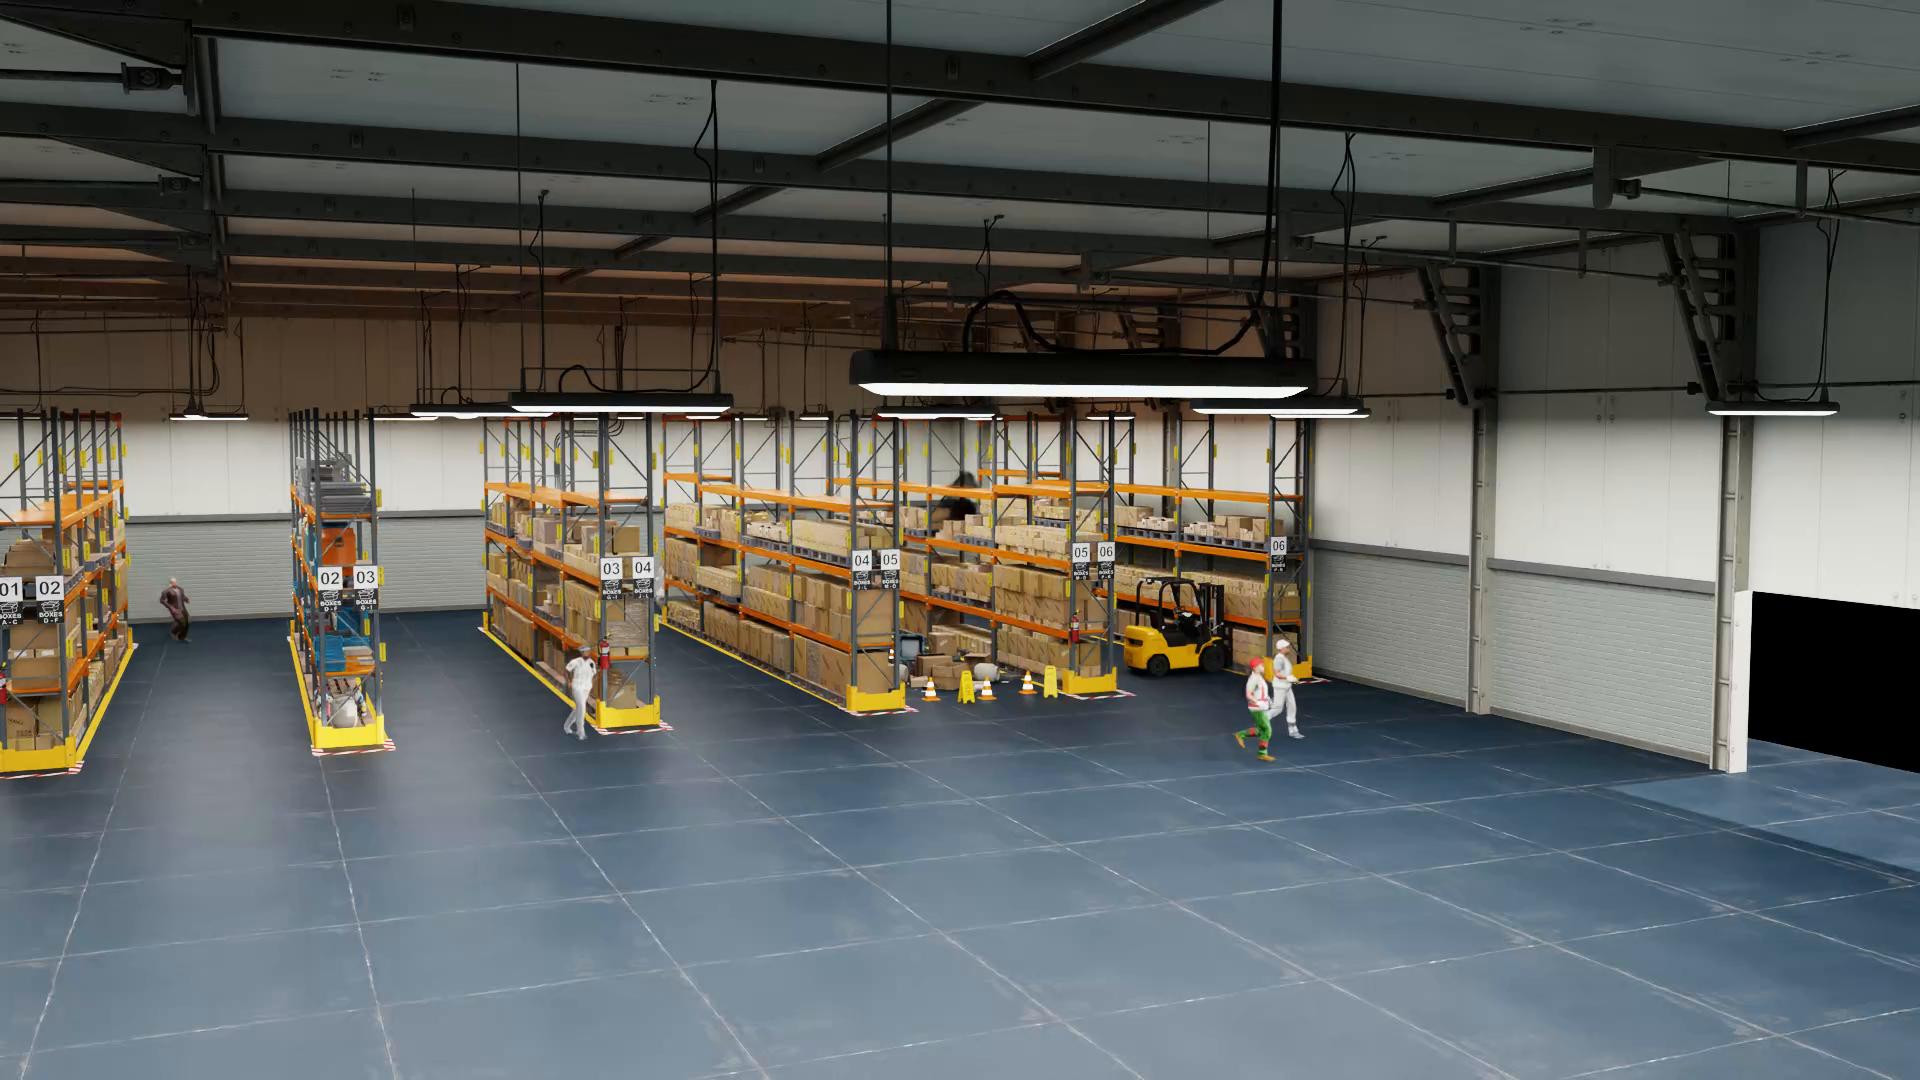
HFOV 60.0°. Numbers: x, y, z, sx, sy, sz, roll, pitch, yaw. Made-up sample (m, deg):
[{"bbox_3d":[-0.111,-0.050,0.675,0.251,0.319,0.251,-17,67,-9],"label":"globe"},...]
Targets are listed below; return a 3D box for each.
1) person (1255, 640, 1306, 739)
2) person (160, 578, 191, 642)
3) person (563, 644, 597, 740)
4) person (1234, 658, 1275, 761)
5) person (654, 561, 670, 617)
[{"bbox_3d":[5.830,2.708,30.251,0.923,1.791,0.653,2,5,27],"label":"person"},{"bbox_3d":[-20.420,1.839,43.382,0.610,1.704,0.715,1,4,20],"label":"person"},{"bbox_3d":[-6.920,2.764,30.455,0.741,1.725,0.565,3,5,38],"label":"person"},{"bbox_3d":[5.013,2.876,28.301,0.699,1.752,0.655,1,4,17],"label":"person"},{"bbox_3d":[-8.752,1.436,48.917,0.654,1.729,0.724,-3,5,-35],"label":"person"}]
